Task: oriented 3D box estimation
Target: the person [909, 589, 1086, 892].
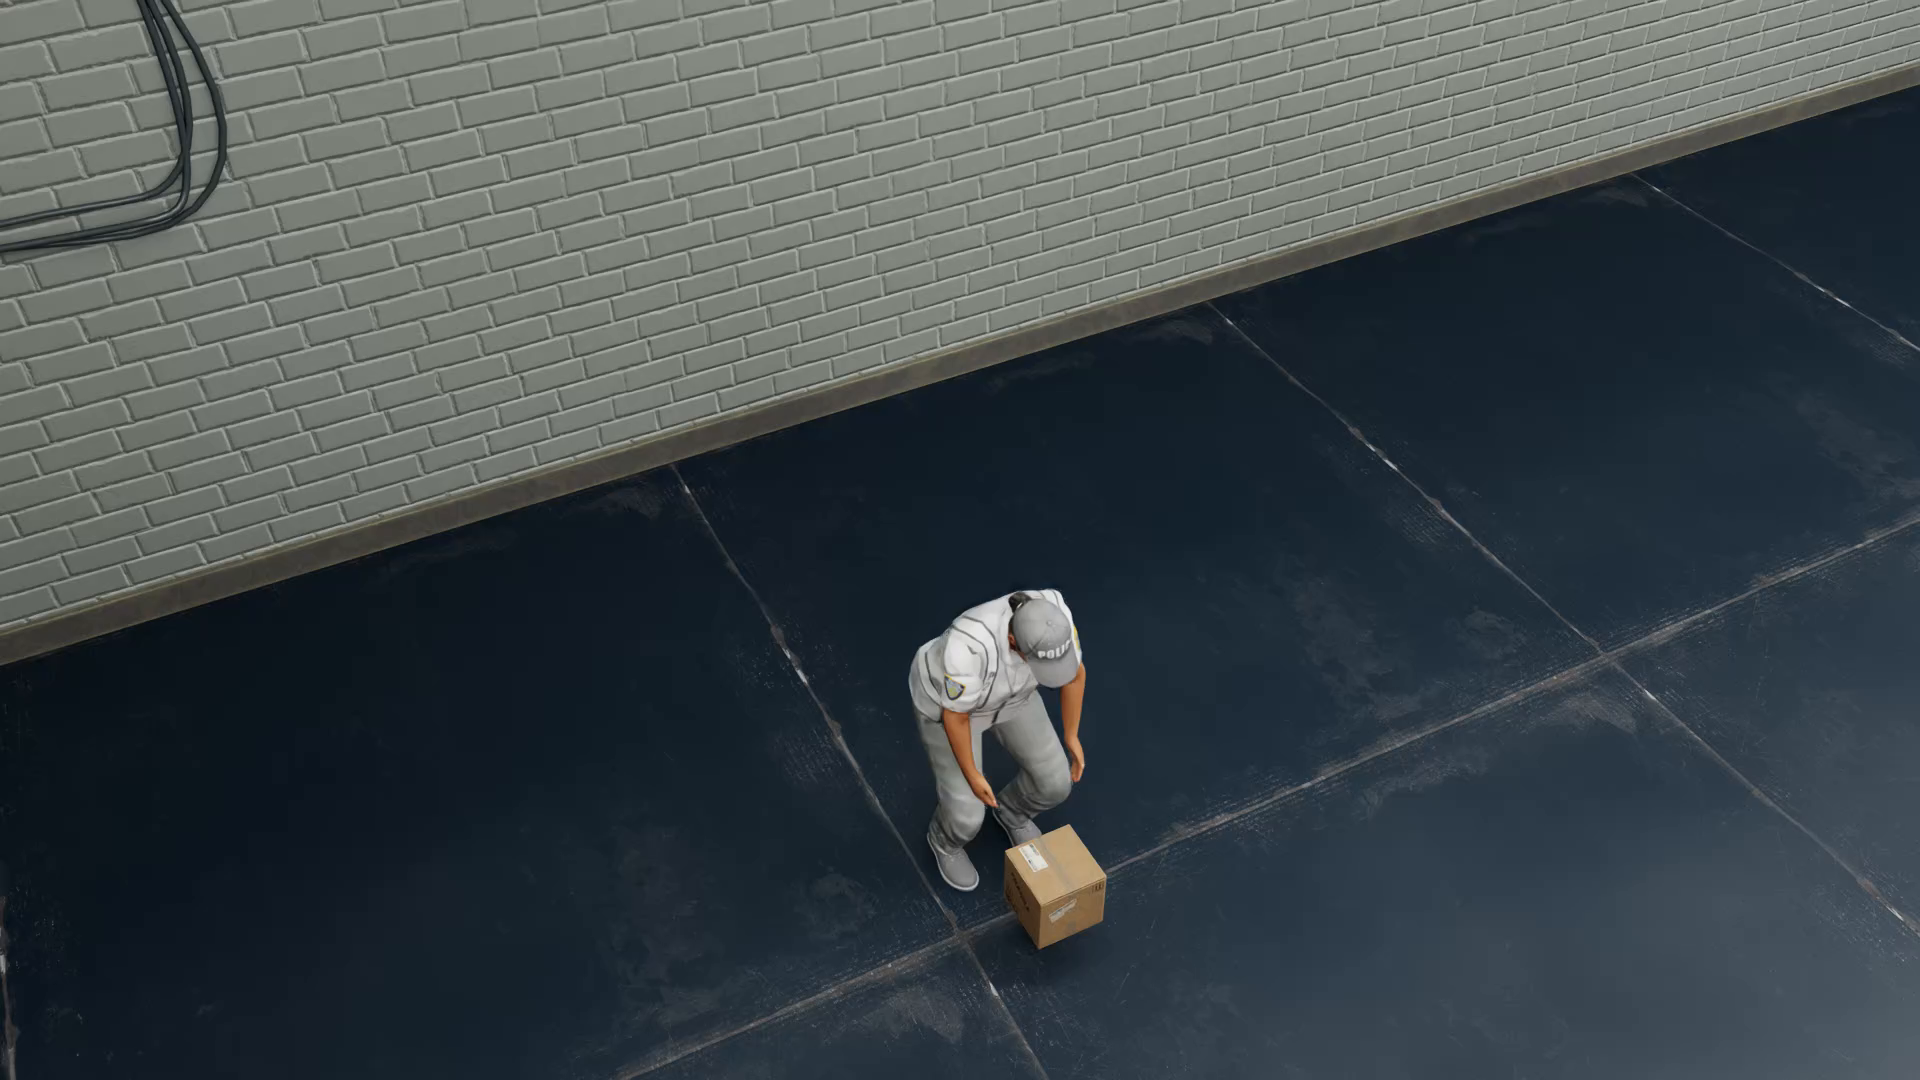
[{"bbox_3d":[0.148,0.616,5.646,0.533,1.432,0.691,-19,45,-20],"label":"person"}]
